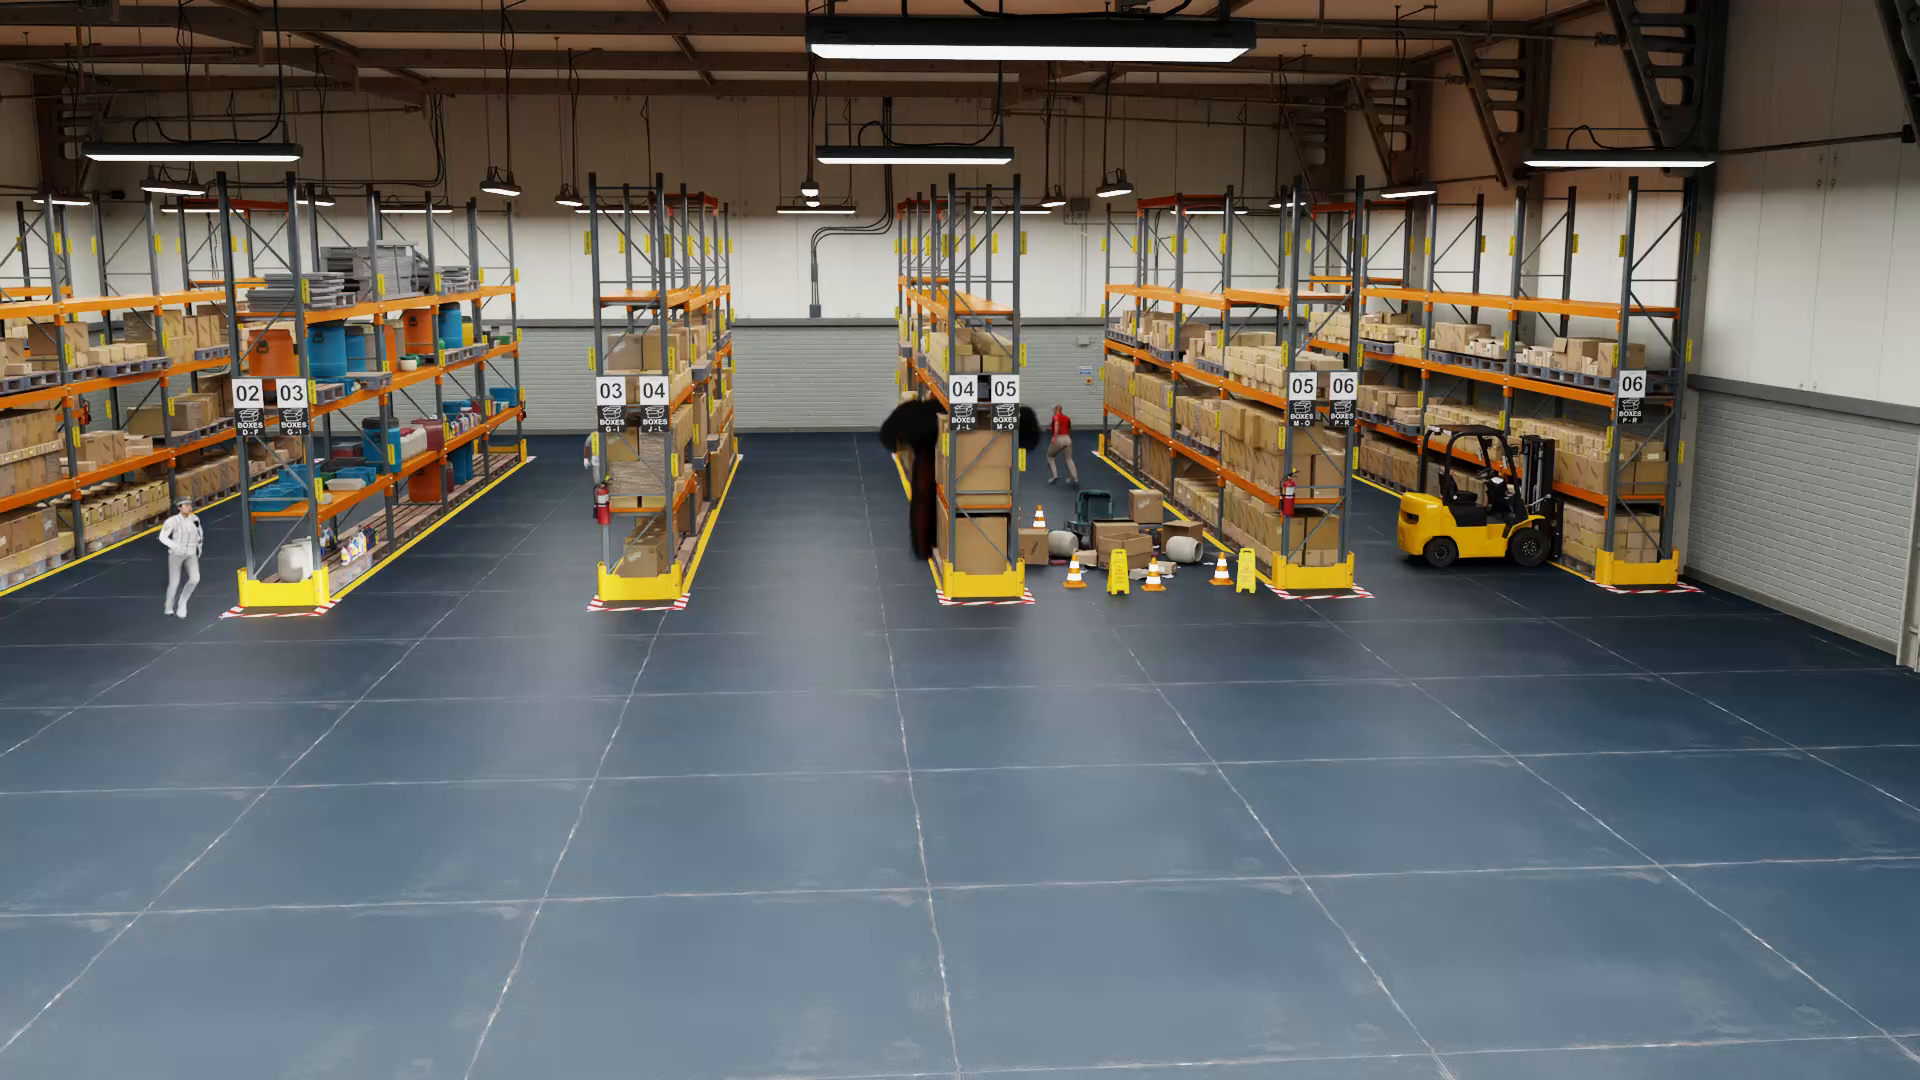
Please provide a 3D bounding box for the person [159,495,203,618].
[{"bbox_3d":[-10.580,0.215,22.687,0.635,1.666,0.631,-9,13,-41],"label":"person"}]

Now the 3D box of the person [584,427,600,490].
[{"bbox_3d":[-6.867,-1.466,31.945,0.678,1.650,0.650,-3,10,-16],"label":"person"}]

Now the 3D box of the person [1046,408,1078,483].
[{"bbox_3d":[2.232,-1.970,35.368,0.600,1.615,0.792,-6,12,-32],"label":"person"}]
